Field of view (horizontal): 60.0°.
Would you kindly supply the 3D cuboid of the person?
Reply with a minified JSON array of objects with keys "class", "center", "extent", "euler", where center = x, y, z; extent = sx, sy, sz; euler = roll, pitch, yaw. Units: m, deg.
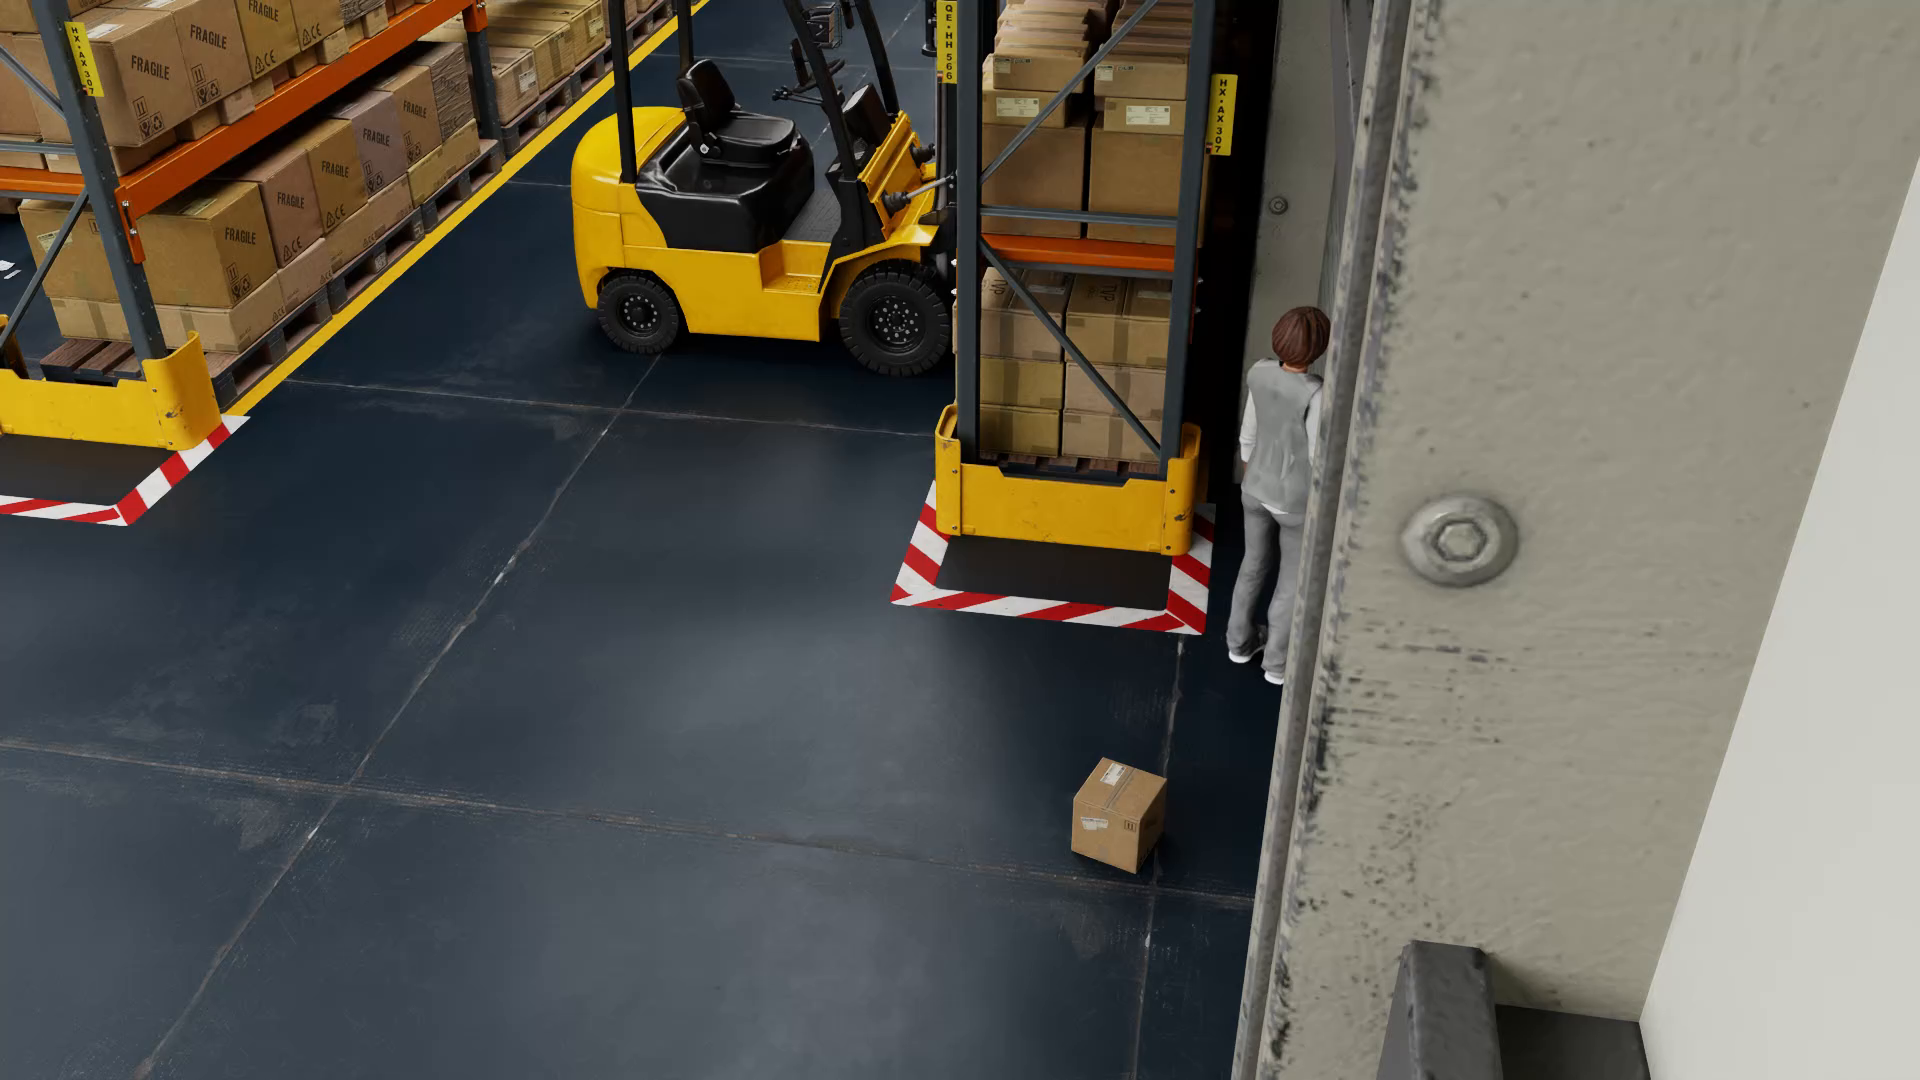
[{"class":"person","center":[1.256,-0.166,6.404],"extent":[0.309,1.609,0.409],"euler":[-26,41,-34]}]
